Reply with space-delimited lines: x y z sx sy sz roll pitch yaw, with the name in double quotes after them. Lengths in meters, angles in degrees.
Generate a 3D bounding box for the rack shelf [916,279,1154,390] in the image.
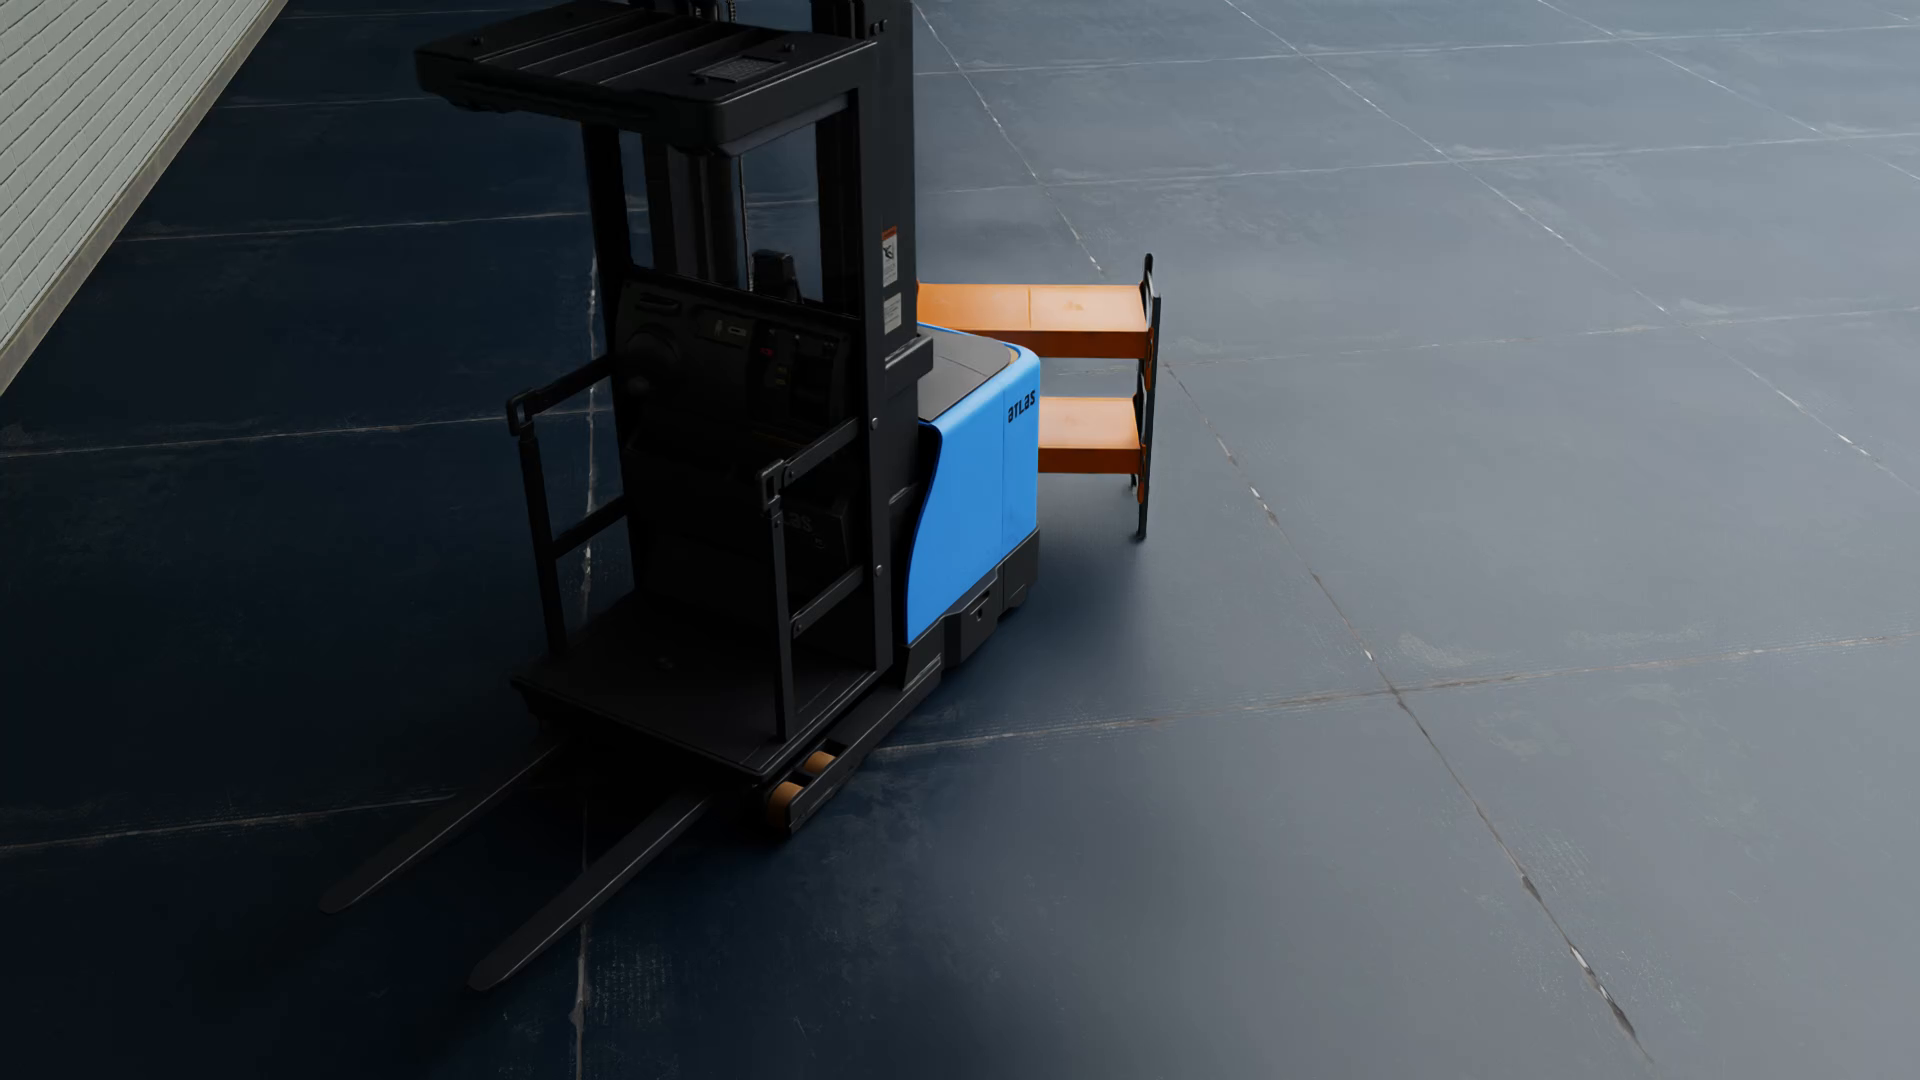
0.294 -0.878 7.055 1.000 0.278 0.538 1 30 1 "rack shelf"

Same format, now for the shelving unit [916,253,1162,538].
0.294 -0.625 7.204 1.048 1.125 0.538 1 30 1 "shelving unit"

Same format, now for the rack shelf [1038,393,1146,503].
0.294 -0.414 7.328 1.000 0.278 0.538 1 30 1 "rack shelf"

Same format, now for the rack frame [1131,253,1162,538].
0.802 -0.619 7.194 0.032 1.125 0.500 1 30 1 "rack frame"

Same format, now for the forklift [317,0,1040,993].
-0.858 -0.551 5.295 1.130 2.935 3.031 17 34 26 "forklift"
